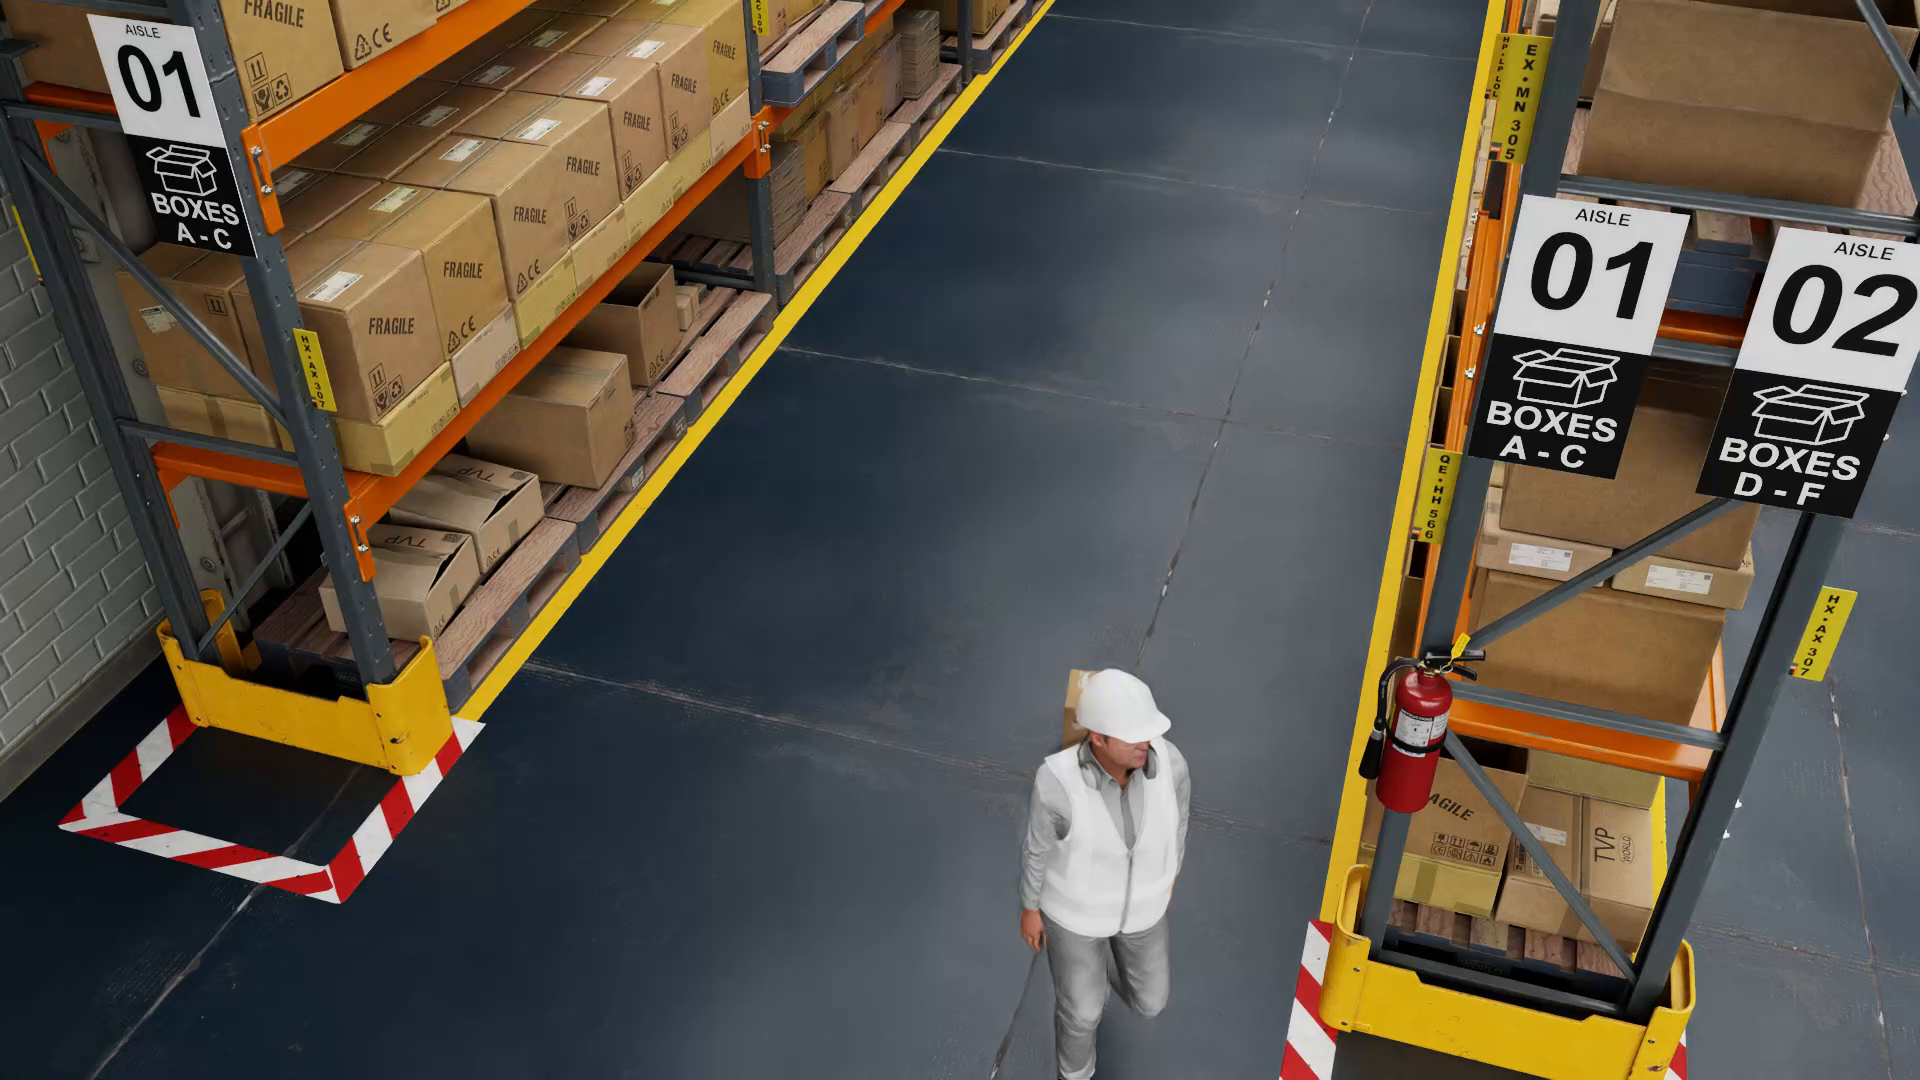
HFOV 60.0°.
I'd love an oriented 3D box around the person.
[{"bbox_3d":[0.461,1.116,5.350,0.563,1.755,0.627,-9,38,-12],"label":"person"}]
